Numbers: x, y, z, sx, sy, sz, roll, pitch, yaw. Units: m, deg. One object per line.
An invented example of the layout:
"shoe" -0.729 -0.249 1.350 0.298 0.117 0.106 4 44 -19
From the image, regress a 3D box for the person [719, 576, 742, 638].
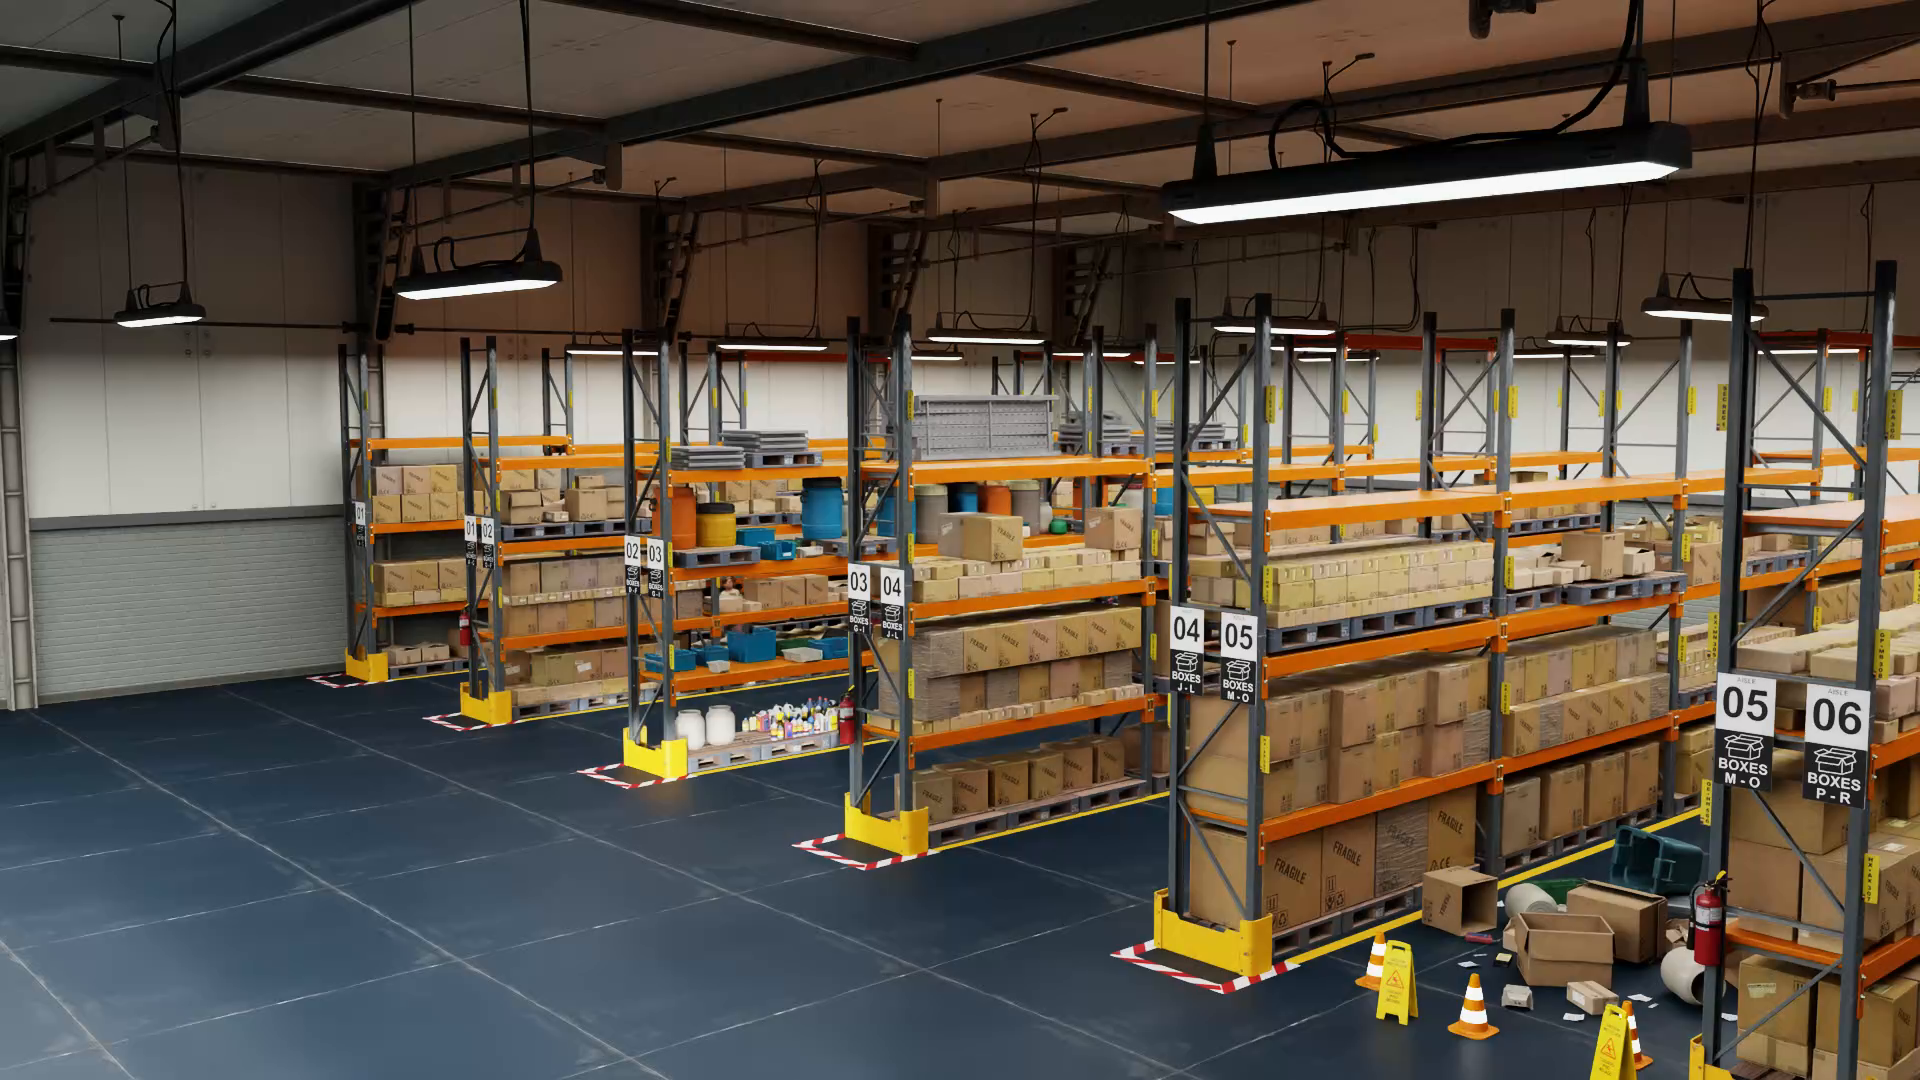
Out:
"person" -4.362 1.504 31.743 0.539 1.627 0.864 0 5 -5

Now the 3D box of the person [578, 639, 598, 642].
"person" -6.688 1.688 29.703 0.473 1.710 0.540 -2 5 -19
